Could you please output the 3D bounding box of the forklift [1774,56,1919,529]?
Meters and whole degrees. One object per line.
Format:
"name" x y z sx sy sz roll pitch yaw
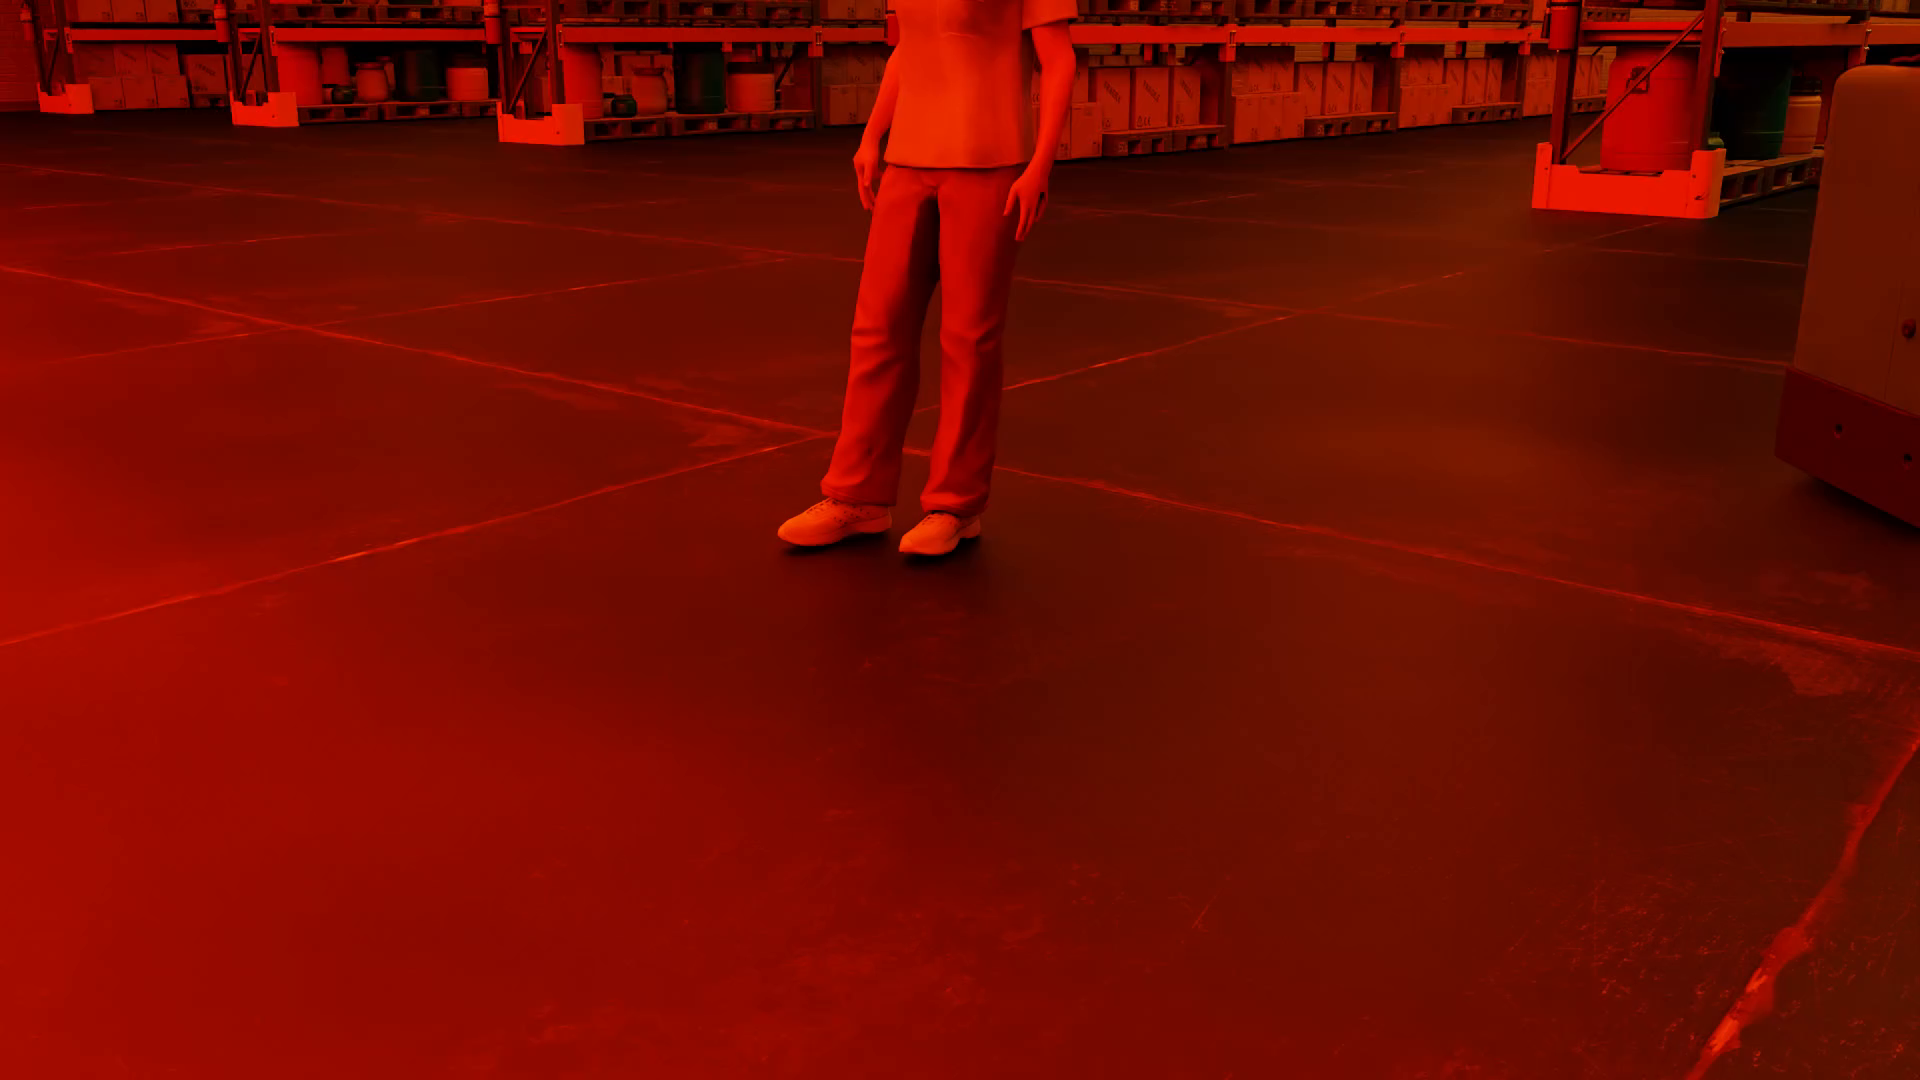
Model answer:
"forklift" 3.687 -1.434 3.620 3.031 2.935 1.130 0 17 -1

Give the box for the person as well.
"person" -0.056 -0.795 3.649 0.552 1.674 0.548 13 21 37
